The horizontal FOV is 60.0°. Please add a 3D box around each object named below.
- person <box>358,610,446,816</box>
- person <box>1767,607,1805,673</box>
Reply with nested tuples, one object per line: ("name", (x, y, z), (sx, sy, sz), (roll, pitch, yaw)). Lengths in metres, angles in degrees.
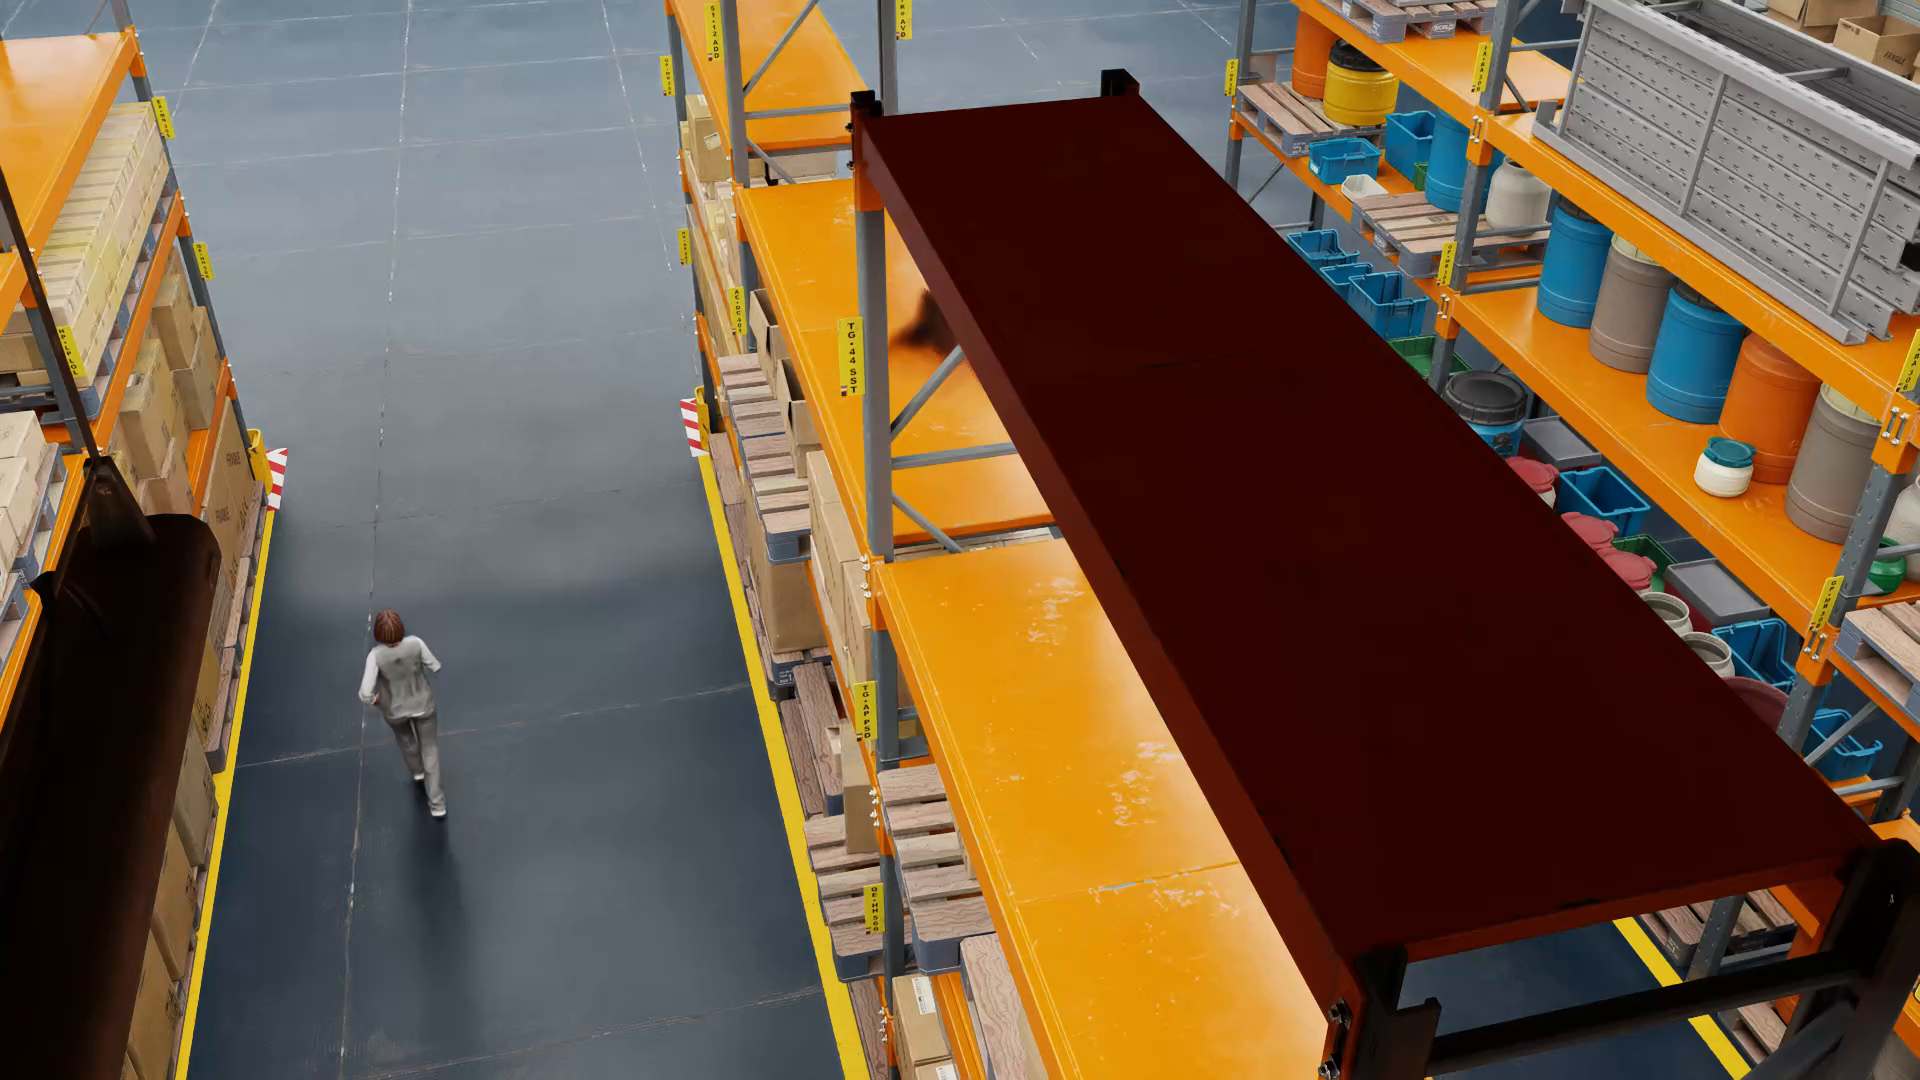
("person", (-3.648, 1.120, 11.002), (0.532, 1.612, 0.798), (-12, 36, -17))
("person", (6.170, 0.300, 12.095), (0.685, 1.844, 0.793), (-11, 36, -15))
